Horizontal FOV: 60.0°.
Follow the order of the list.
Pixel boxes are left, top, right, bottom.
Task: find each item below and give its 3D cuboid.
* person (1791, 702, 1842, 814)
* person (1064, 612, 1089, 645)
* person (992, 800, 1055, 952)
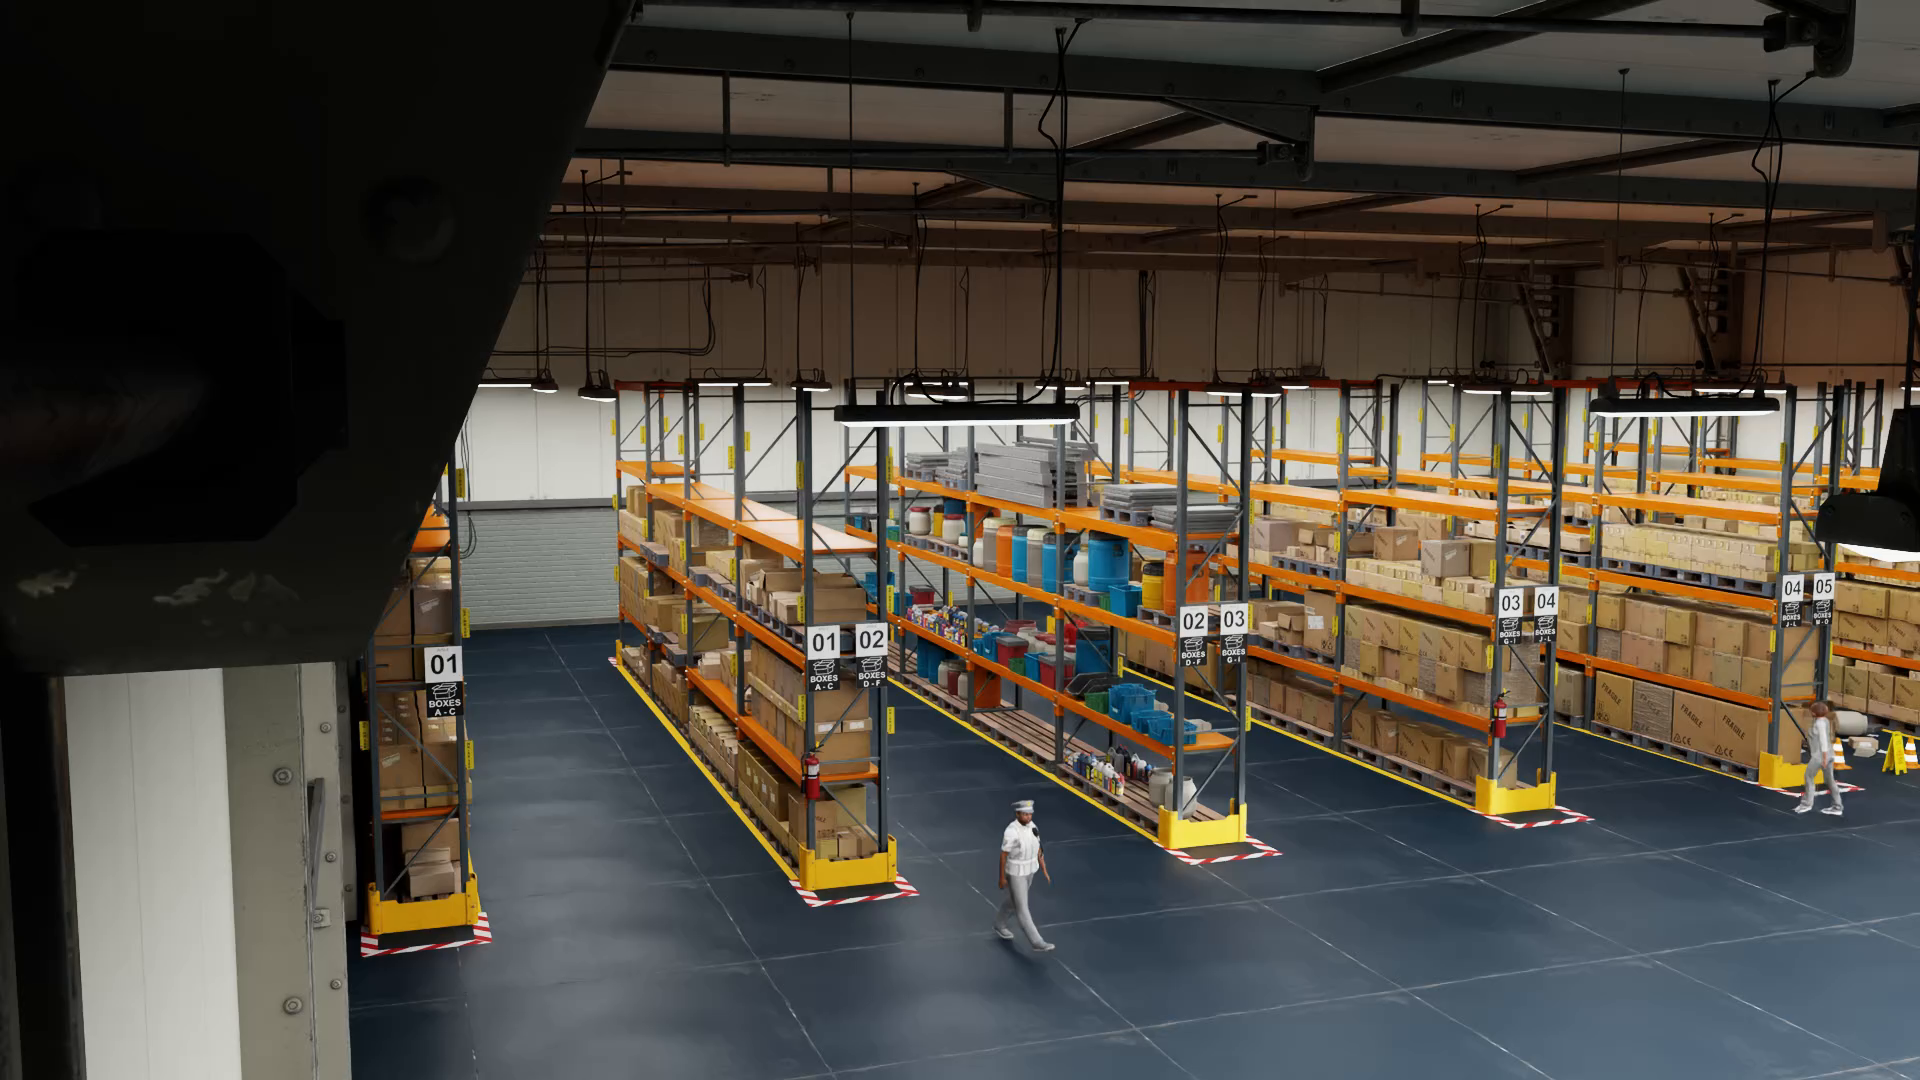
[{"bbox_3d":[12.145,3.089,23.429,0.430,1.598,0.623,-5,8,-41],"label":"person"},{"bbox_3d":[2.134,2.093,30.275,0.578,1.709,0.466,0,6,-2],"label":"person"},{"bbox_3d":[0.713,3.601,17.982,1.051,1.621,0.492,5,8,40],"label":"person"}]
